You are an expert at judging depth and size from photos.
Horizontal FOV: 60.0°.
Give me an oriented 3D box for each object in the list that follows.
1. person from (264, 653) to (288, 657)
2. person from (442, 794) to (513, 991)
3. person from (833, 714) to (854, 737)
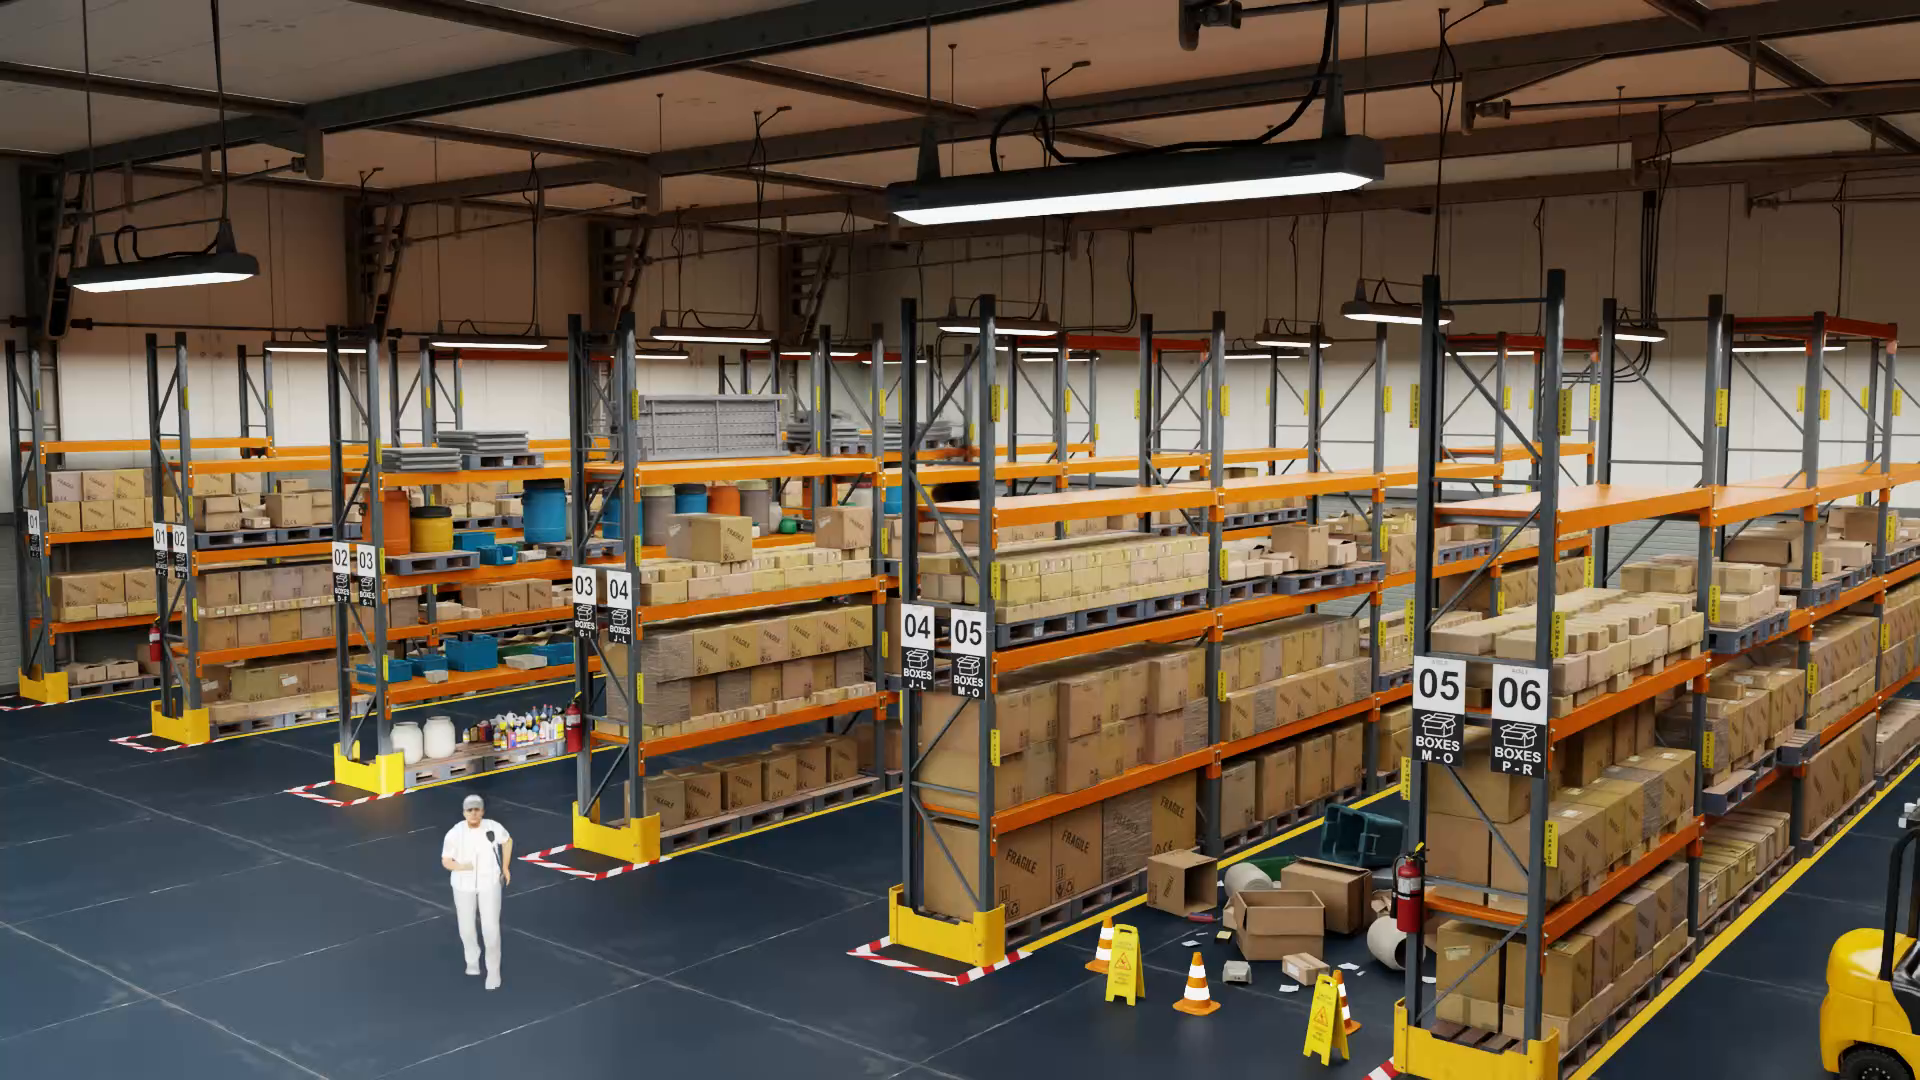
[{"bbox_3d":[-11.373,1.839,27.707,0.659,1.673,0.614,3,6,30],"label":"person"},{"bbox_3d":[-4.183,3.050,14.429,0.576,1.709,0.713,-1,5,-12],"label":"person"},{"bbox_3d":[-1.713,2.151,23.806,0.690,1.768,0.682,3,6,31],"label":"person"}]
